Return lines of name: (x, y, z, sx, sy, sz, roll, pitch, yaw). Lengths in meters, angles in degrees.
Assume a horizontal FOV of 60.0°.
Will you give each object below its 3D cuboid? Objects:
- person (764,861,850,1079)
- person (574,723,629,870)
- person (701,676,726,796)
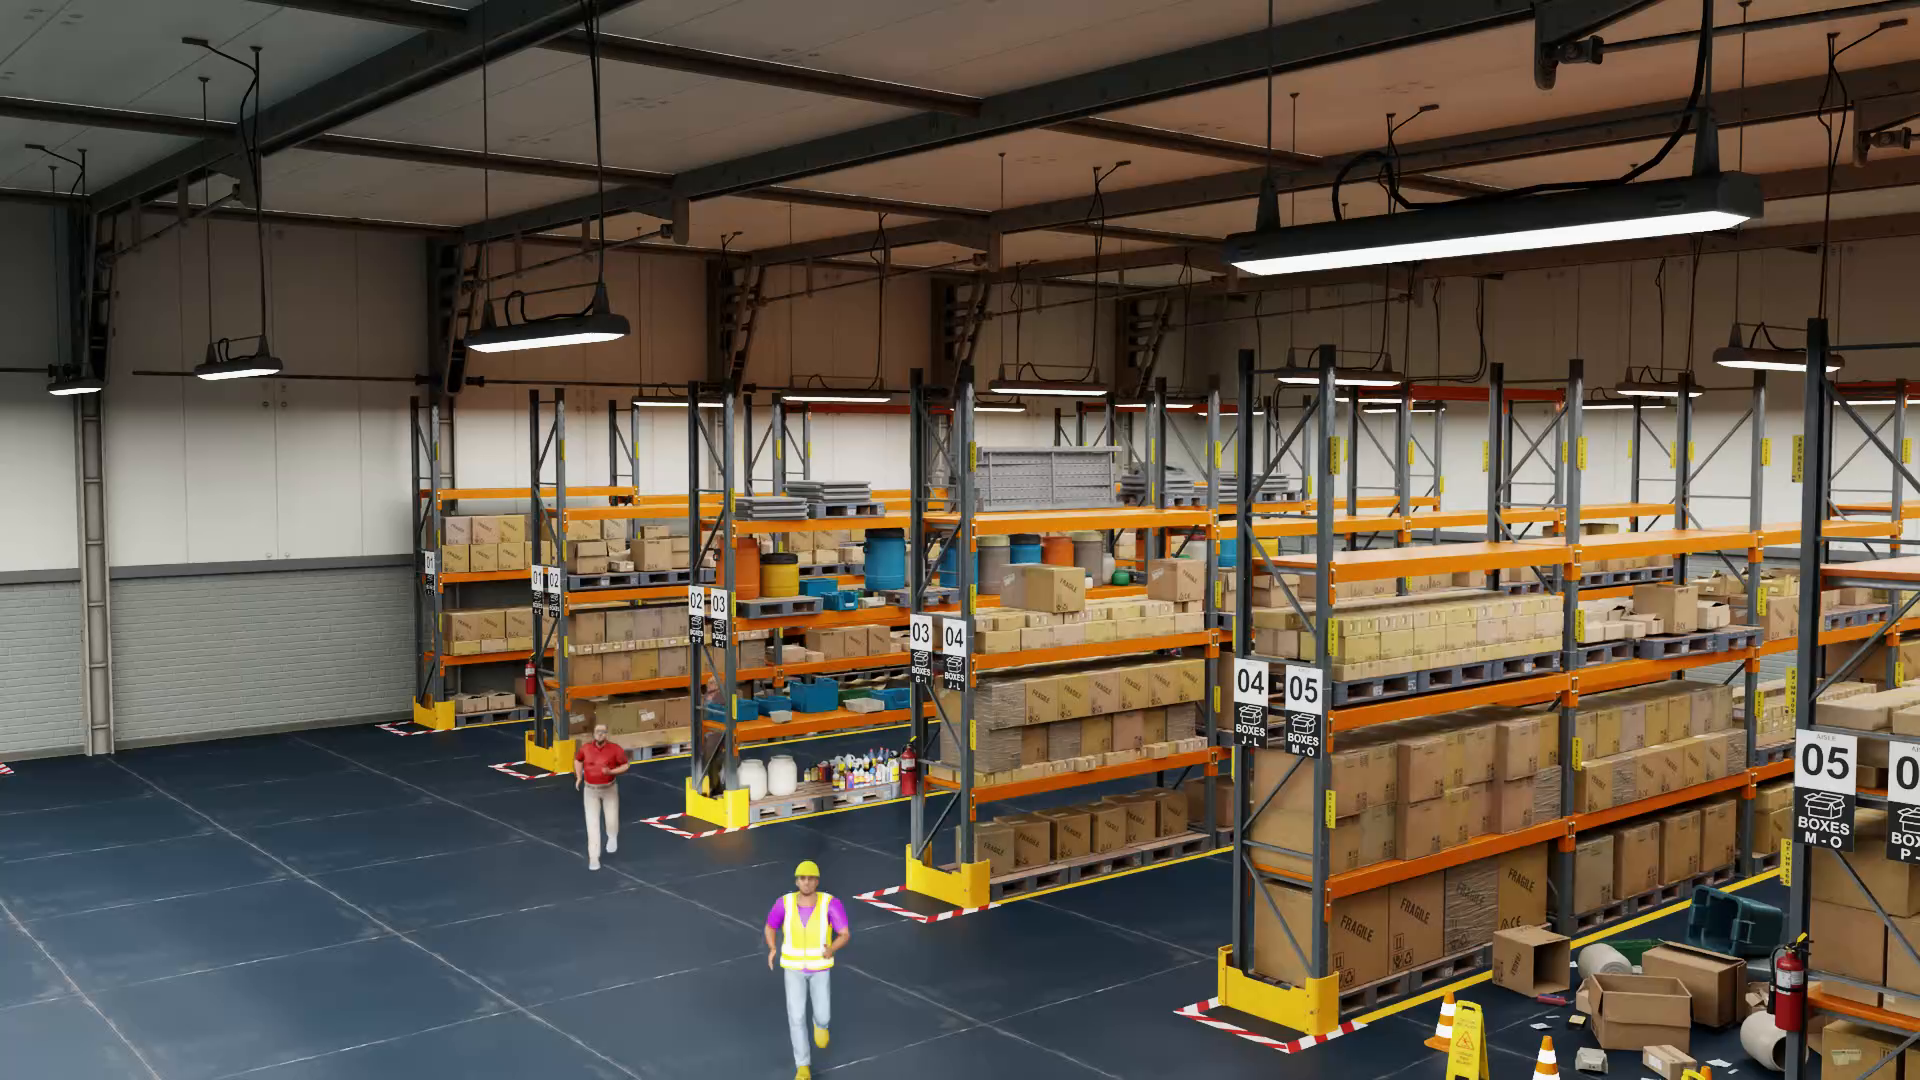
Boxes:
person: (-1.259, 3.493, 13.660, 0.711, 1.732, 0.795, 0, 3, -2)
person: (-4.390, 3.088, 20.344, 0.668, 1.702, 0.962, 0, 3, -8)
person: (-3.606, 2.875, 24.445, 0.709, 1.719, 0.640, 2, 4, 36)
